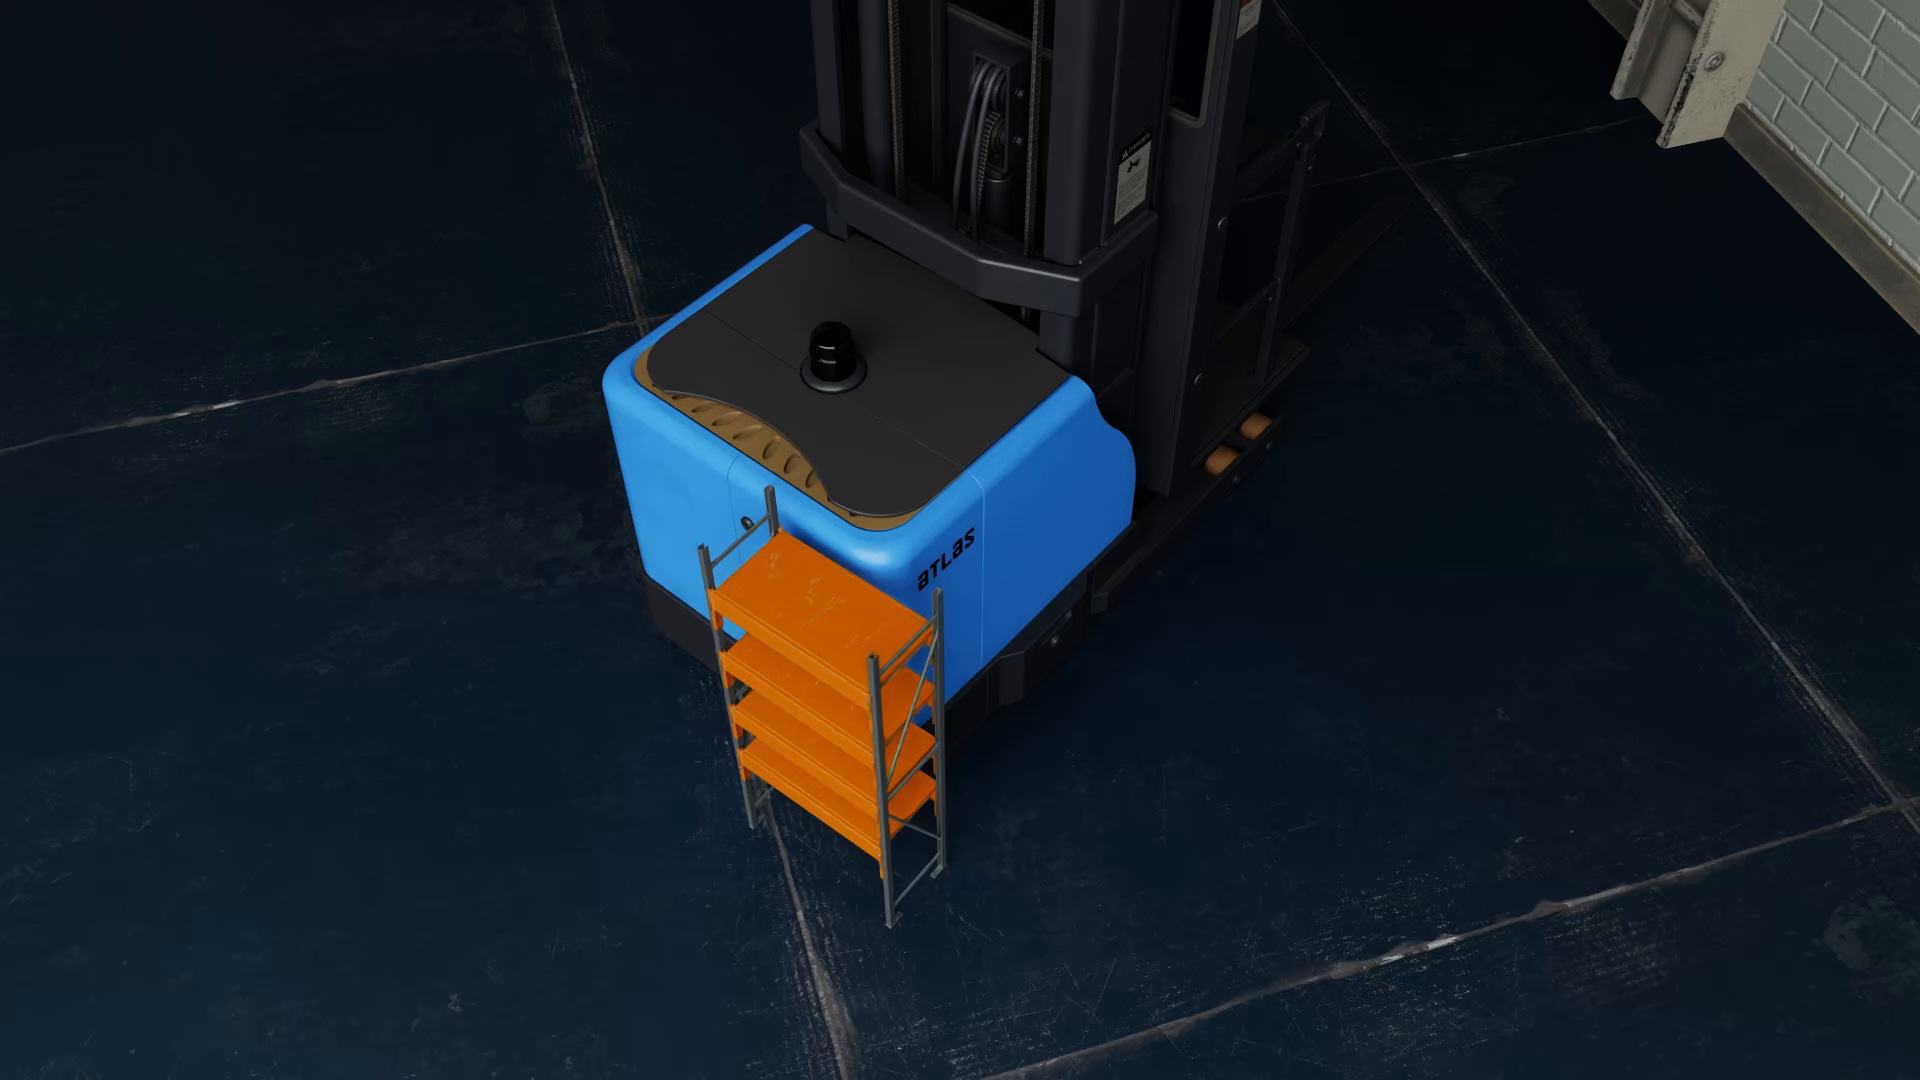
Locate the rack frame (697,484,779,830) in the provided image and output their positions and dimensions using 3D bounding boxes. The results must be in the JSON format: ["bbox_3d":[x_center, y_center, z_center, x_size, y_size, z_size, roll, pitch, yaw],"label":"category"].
[{"bbox_3d":[-0.501,0.335,4.183,0.015,1.200,0.240,31,56,23],"label":"rack frame"}]

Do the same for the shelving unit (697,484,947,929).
[{"bbox_3d":[-0.308,0.449,4.087,0.503,1.200,0.258,31,56,23],"label":"shelving unit"}]

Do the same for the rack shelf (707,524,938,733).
[{"bbox_3d":[-0.308,0.196,3.786,0.480,0.148,0.258,31,56,23],"label":"rack shelf"}]

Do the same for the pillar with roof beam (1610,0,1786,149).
[{"bbox_3d":[-1.256,-3.647,2.439,9.100,9.000,0.400,-13,51,-11],"label":"pillar with roof beam"}]

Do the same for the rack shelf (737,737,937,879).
[{"bbox_3d":[-0.308,0.621,4.290,0.480,0.148,0.258,31,56,23],"label":"rack shelf"}]

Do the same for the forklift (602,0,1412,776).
[{"bbox_3d":[0.402,-1.311,4.438,1.130,2.935,3.031,33,57,24],"label":"forklift"}]

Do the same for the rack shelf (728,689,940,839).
[{"bbox_3d":[-0.308,0.493,4.138,0.480,0.148,0.258,31,56,23],"label":"rack shelf"}]

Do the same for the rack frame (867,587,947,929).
[{"bbox_3d":[-0.115,0.563,3.990,0.015,1.200,0.240,31,56,23],"label":"rack frame"}]

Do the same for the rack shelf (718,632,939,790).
[{"bbox_3d":[-0.308,0.348,3.967,0.480,0.148,0.258,31,56,23],"label":"rack shelf"}]
